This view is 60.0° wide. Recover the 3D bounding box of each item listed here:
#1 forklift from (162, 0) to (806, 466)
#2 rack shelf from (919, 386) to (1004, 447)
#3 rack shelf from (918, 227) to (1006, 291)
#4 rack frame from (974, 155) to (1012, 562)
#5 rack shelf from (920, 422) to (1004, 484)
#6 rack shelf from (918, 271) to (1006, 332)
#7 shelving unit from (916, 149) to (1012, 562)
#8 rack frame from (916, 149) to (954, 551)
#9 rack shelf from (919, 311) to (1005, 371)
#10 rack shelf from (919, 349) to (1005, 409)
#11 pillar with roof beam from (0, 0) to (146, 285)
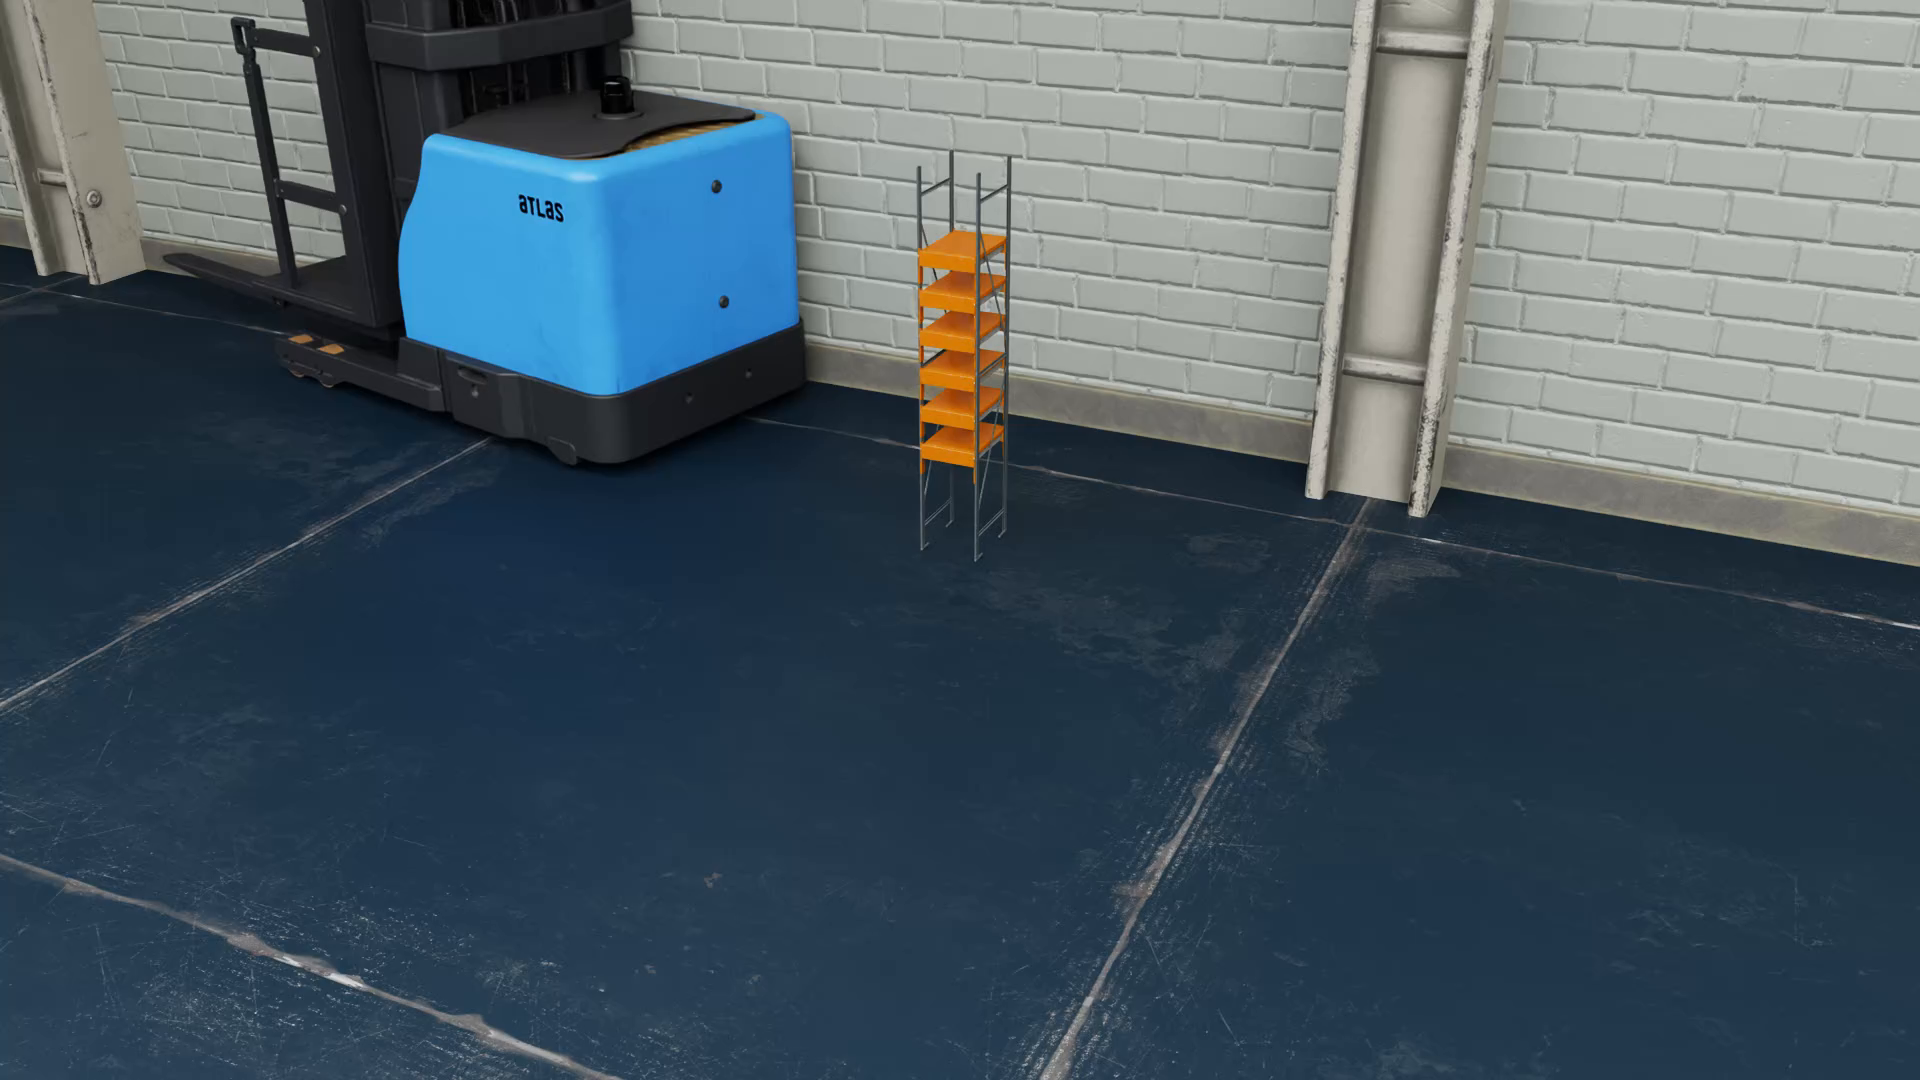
[{"bbox_3d":[-2.070,-2.073,6.143,3.031,2.935,1.130,18,31,32],"label":"forklift"},{"bbox_3d":[0.013,-0.388,5.052,0.180,0.103,0.258,11,28,22],"label":"rack shelf"},{"bbox_3d":[0.013,-0.819,4.840,0.180,0.103,0.258,11,28,22],"label":"rack shelf"},{"bbox_3d":[0.096,-0.519,4.946,0.006,1.200,0.240,11,28,22],"label":"rack frame"},{"bbox_3d":[0.013,-0.280,5.105,0.180,0.103,0.258,11,28,22],"label":"rack shelf"},{"bbox_3d":[0.013,-0.711,4.893,0.180,0.103,0.258,11,28,22],"label":"rack shelf"},{"bbox_3d":[0.013,-0.536,4.980,0.189,1.200,0.258,11,28,22],"label":"shelving unit"},{"bbox_3d":[-0.070,-0.552,5.014,0.006,1.200,0.240,11,28,22],"label":"rack frame"},{"bbox_3d":[0.013,-0.603,4.946,0.180,0.103,0.258,11,28,22],"label":"rack shelf"},{"bbox_3d":[0.013,-0.496,4.999,0.180,0.103,0.258,11,28,22],"label":"rack shelf"},{"bbox_3d":[-5.851,-3.573,2.320,0.400,9.000,9.100,11,28,22],"label":"pillar with roof beam"}]
